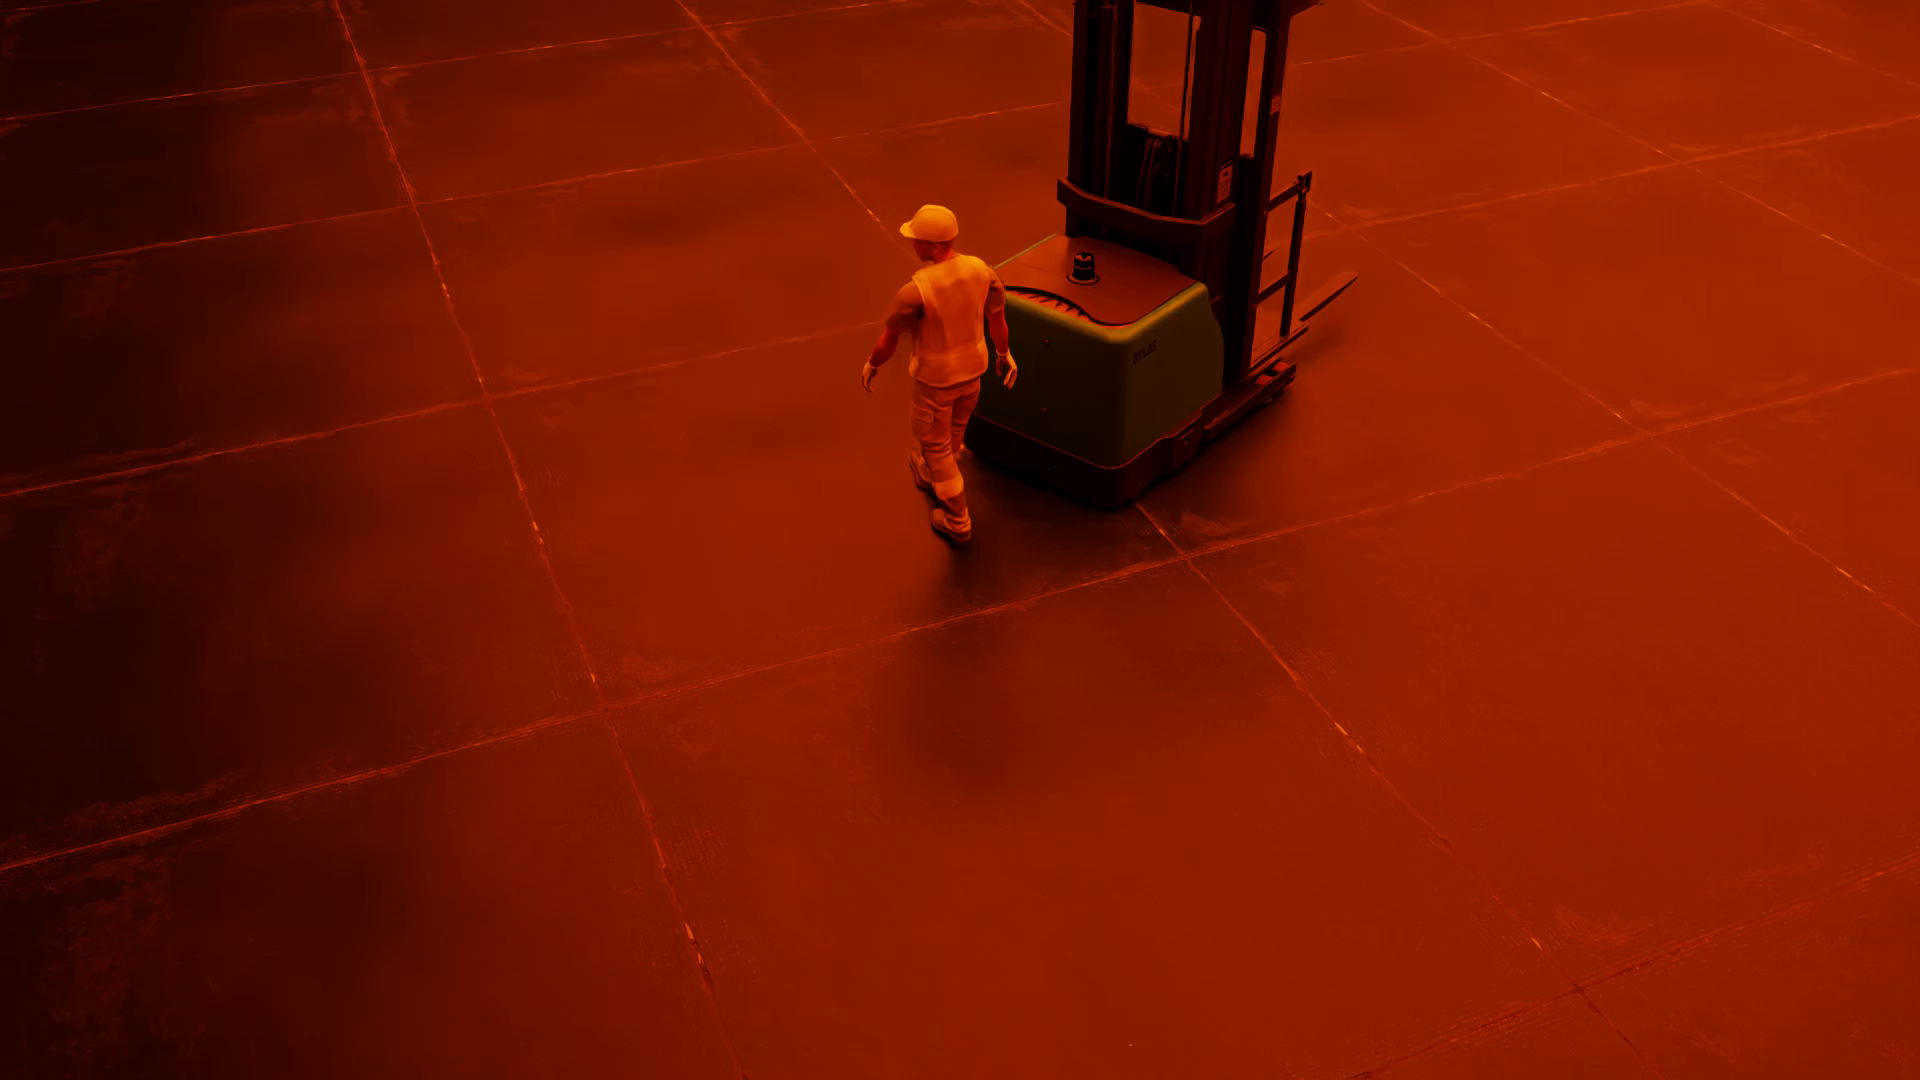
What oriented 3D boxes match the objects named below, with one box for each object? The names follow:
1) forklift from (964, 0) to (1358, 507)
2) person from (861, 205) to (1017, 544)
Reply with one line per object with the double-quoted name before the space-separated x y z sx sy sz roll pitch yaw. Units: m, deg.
"forklift" 1.340 -2.159 9.134 1.130 2.935 3.031 25 42 31
"person" -0.141 -0.903 8.384 0.751 1.753 0.789 -21 41 -27
